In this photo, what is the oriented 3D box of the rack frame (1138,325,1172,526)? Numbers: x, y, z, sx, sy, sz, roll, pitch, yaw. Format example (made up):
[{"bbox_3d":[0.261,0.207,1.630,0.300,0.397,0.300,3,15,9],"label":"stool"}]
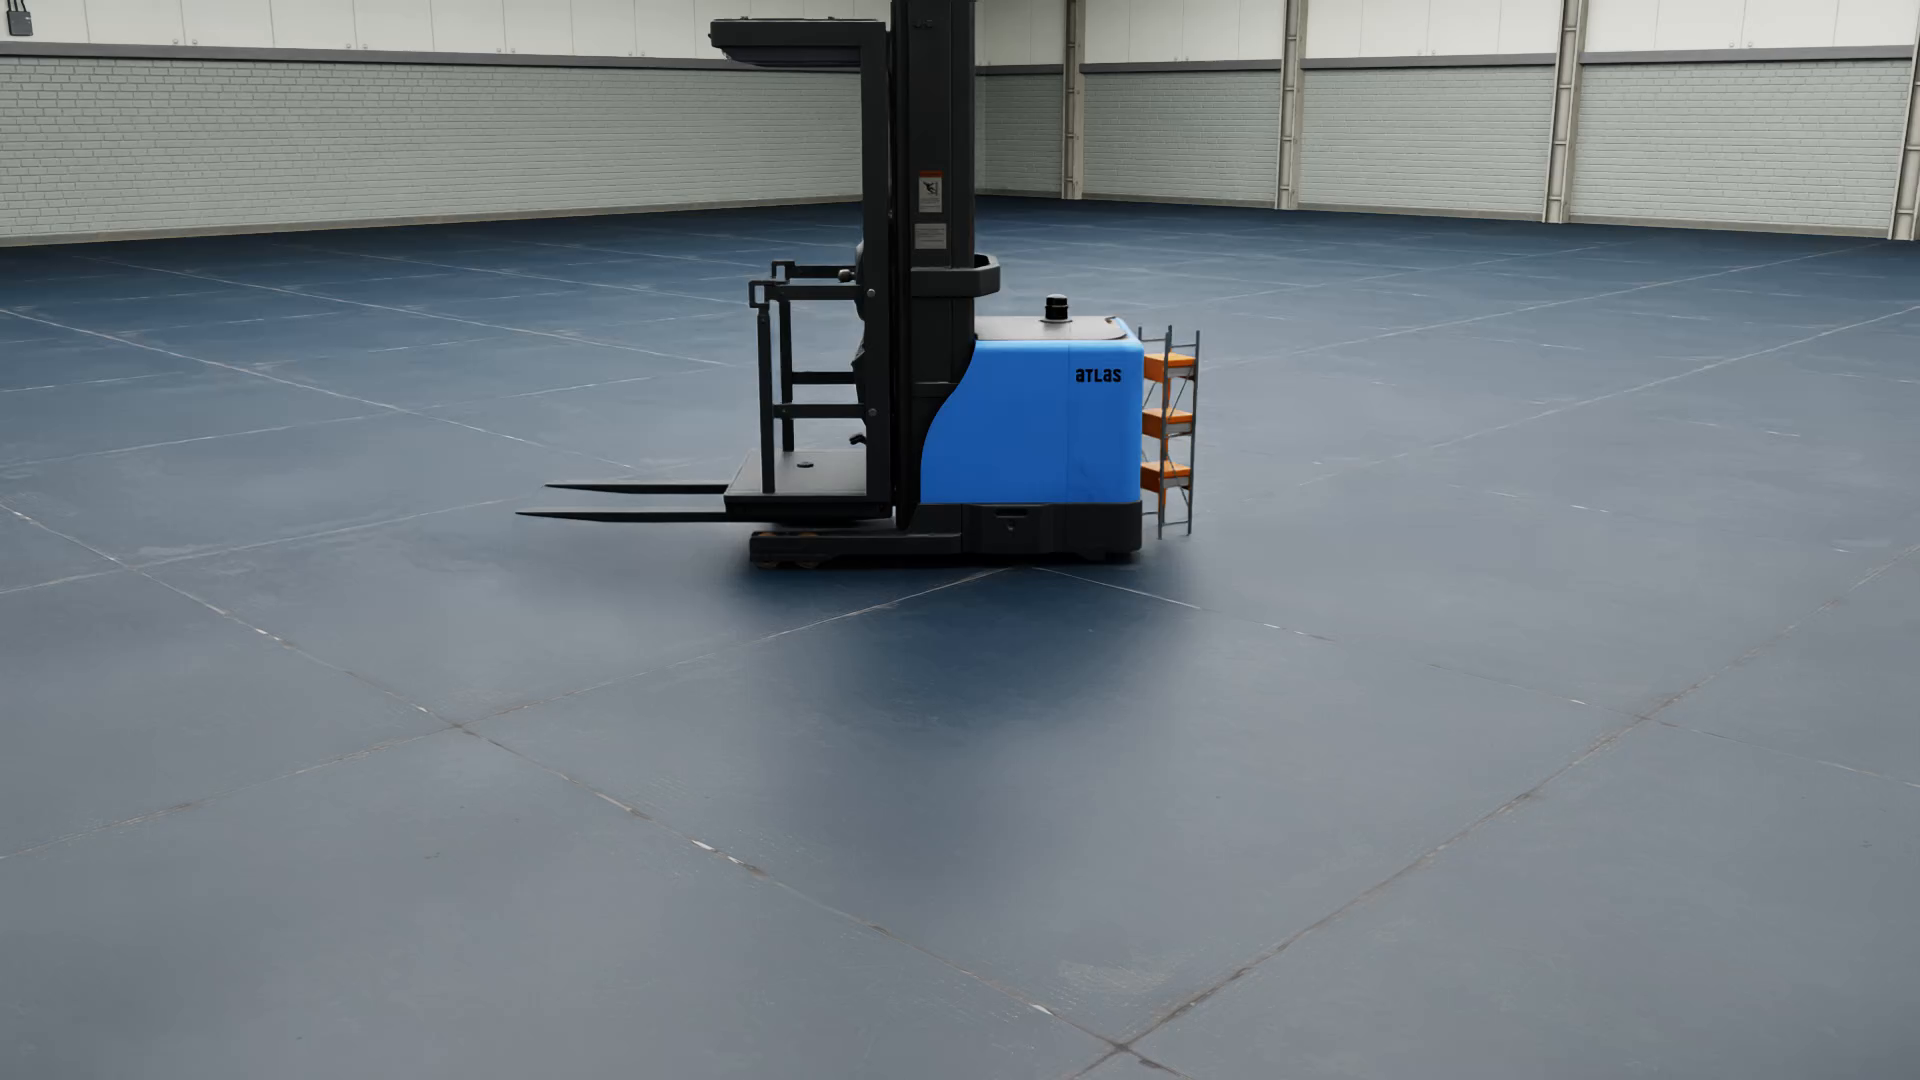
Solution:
[{"bbox_3d":[0.985,-0.576,8.556,0.200,1.050,0.008,-7,16,-27],"label":"rack frame"}]

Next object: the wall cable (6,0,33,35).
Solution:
[{"bbox_3d":[-13.800,-10.889,25.631,0.169,6.003,2.305,14,20,42],"label":"wall cable"}]

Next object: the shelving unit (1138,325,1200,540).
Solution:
[{"bbox_3d":[1.041,-0.549,8.451,0.215,1.050,0.252,-7,16,-27],"label":"shelving unit"}]

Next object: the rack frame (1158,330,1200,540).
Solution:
[{"bbox_3d":[1.097,-0.521,8.346,0.200,1.050,0.008,-7,16,-27],"label":"rack frame"}]

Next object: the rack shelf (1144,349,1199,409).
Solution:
[{"bbox_3d":[1.043,-0.813,8.383,0.215,0.259,0.240,-7,16,-27],"label":"rack shelf"}]

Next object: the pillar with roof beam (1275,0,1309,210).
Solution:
[{"bbox_3d":[3.998,-10.653,31.472,0.400,9.000,9.100,14,20,42],"label":"pillar with roof beam"}]

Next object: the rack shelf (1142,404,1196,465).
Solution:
[{"bbox_3d":[1.041,-0.538,8.454,0.215,0.259,0.240,-7,16,-27],"label":"rack shelf"}]

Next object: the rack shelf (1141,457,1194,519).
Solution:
[{"bbox_3d":[1.039,-0.269,8.523,0.215,0.259,0.240,-7,16,-27],"label":"rack shelf"}]

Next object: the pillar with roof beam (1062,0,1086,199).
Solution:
[{"bbox_3d":[-0.321,-11.704,35.502,0.400,9.000,9.100,14,20,42],"label":"pillar with roof beam"}]

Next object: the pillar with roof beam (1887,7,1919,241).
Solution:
[{"bbox_3d":[12.636,-8.553,23.412,0.400,9.000,9.100,14,20,42],"label":"pillar with roof beam"}]

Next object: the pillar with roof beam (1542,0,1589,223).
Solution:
[{"bbox_3d":[8.317,-9.603,27.442,0.400,9.000,9.100,14,20,42],"label":"pillar with roof beam"}]

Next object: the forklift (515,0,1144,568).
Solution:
[{"bbox_3d":[-0.642,-1.420,8.068,3.031,2.935,1.130,0,15,0],"label":"forklift"}]
